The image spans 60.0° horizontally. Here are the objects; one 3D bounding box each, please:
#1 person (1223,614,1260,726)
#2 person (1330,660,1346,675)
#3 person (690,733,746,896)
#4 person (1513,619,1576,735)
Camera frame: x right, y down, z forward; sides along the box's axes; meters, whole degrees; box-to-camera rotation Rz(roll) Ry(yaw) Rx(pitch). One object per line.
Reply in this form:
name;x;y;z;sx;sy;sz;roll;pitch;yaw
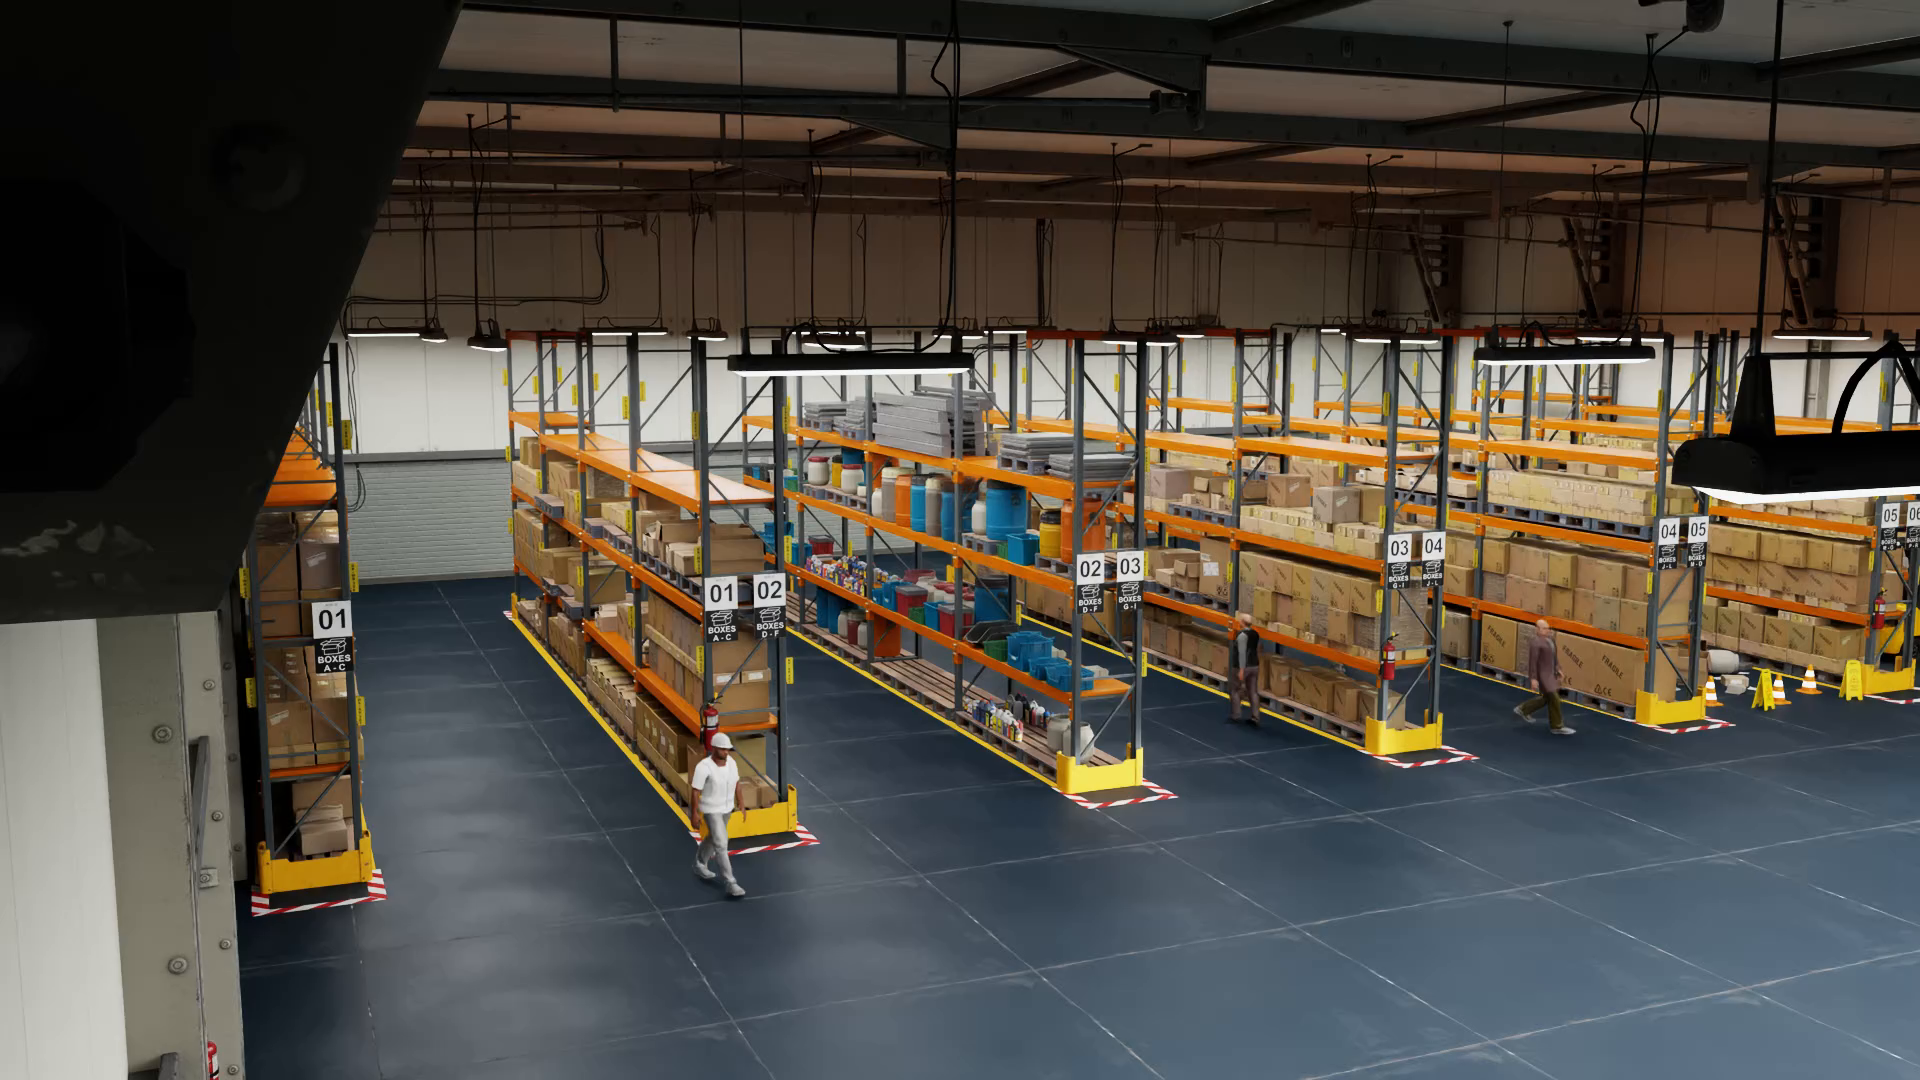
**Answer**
person;4.445;2.025;25.667;0.526;1.770;0.613;-5;9;-31
person;6.701;1.517;29.214;0.583;1.776;0.665;-3;8;-24
person;-2.629;2.968;18.344;0.998;1.709;0.591;5;9;32
person;8.870;2.051;25.176;0.952;1.740;0.580;6;10;35
